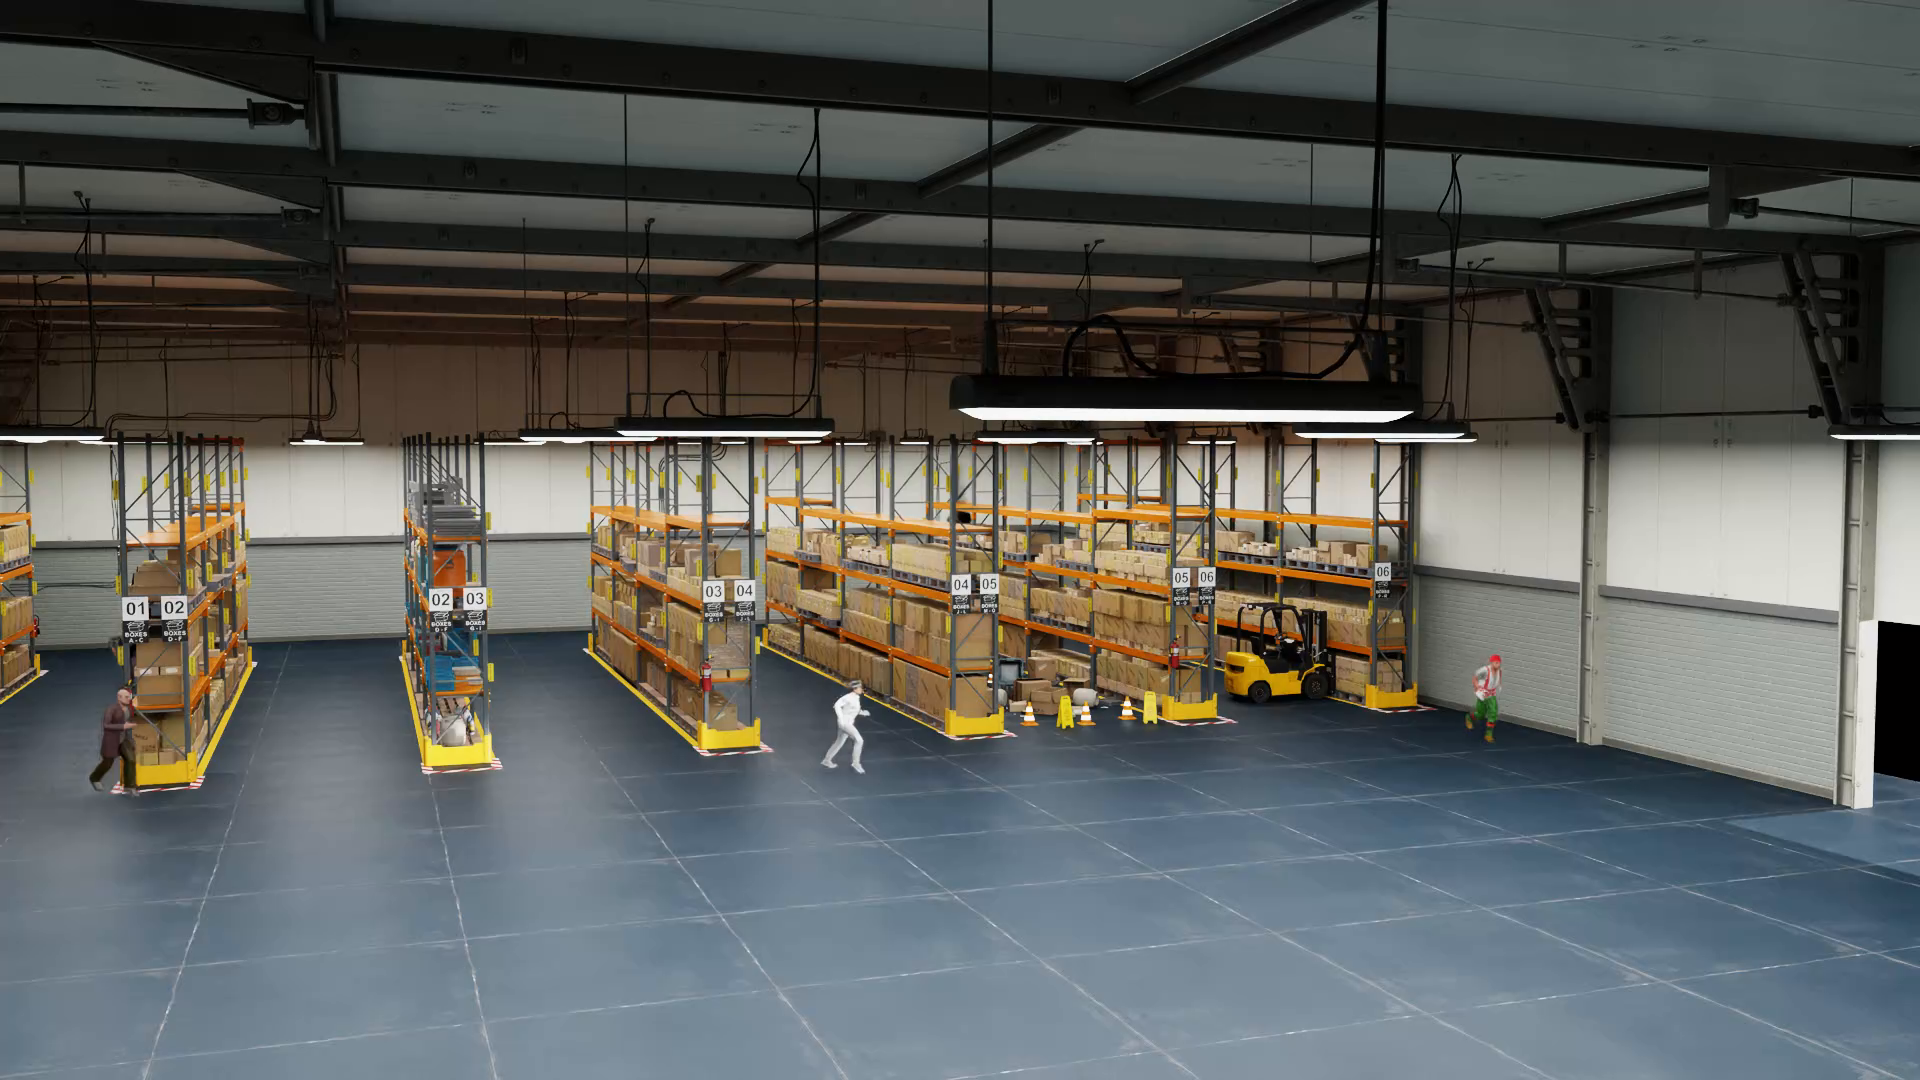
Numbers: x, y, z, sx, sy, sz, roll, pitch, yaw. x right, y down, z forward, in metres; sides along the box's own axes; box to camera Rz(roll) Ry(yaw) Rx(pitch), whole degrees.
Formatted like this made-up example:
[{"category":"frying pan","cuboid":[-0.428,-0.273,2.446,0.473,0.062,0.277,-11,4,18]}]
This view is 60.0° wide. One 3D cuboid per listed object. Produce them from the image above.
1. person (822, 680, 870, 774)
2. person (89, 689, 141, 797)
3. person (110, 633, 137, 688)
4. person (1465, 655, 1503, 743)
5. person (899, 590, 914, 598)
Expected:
[{"category":"person","cuboid":[-2.033,3.289,29.368,0.856,1.675,0.632,1,3,12]},{"category":"person","cuboid":[-13.930,3.444,27.374,1.045,1.628,0.739,1,3,16]},{"category":"person","cuboid":[-19.684,2.771,39.296,0.684,1.548,0.864,-2,4,-36]},{"category":"person","cuboid":[10.292,3.075,32.667,0.669,1.731,0.990,-1,3,-24]},{"category":"person","cuboid":[-1.716,1.948,51.372,0.701,1.609,0.686,-2,4,-32]}]
